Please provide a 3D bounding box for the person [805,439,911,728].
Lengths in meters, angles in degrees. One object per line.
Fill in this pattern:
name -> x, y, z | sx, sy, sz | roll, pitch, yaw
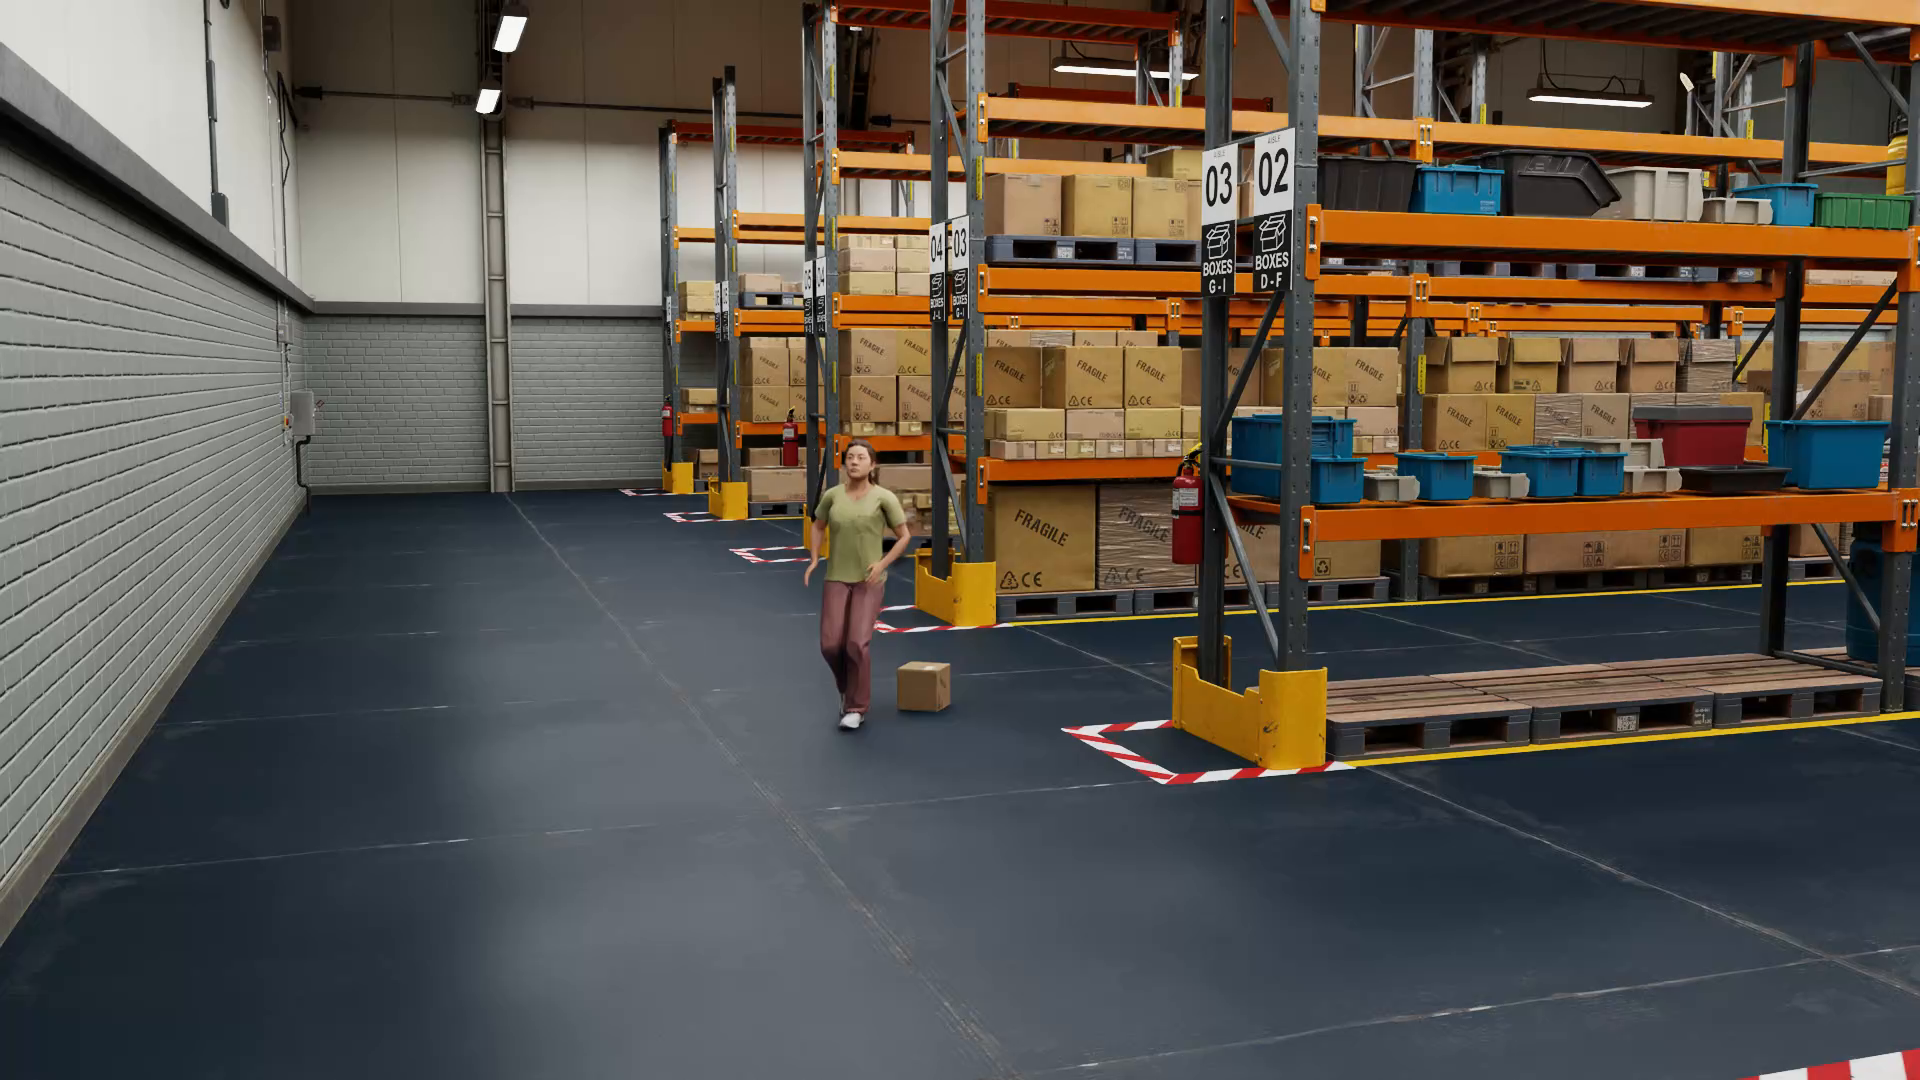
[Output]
person -> -0.584, 0.237, 9.441 | 0.606, 1.620, 0.502 | 1, 6, 10
